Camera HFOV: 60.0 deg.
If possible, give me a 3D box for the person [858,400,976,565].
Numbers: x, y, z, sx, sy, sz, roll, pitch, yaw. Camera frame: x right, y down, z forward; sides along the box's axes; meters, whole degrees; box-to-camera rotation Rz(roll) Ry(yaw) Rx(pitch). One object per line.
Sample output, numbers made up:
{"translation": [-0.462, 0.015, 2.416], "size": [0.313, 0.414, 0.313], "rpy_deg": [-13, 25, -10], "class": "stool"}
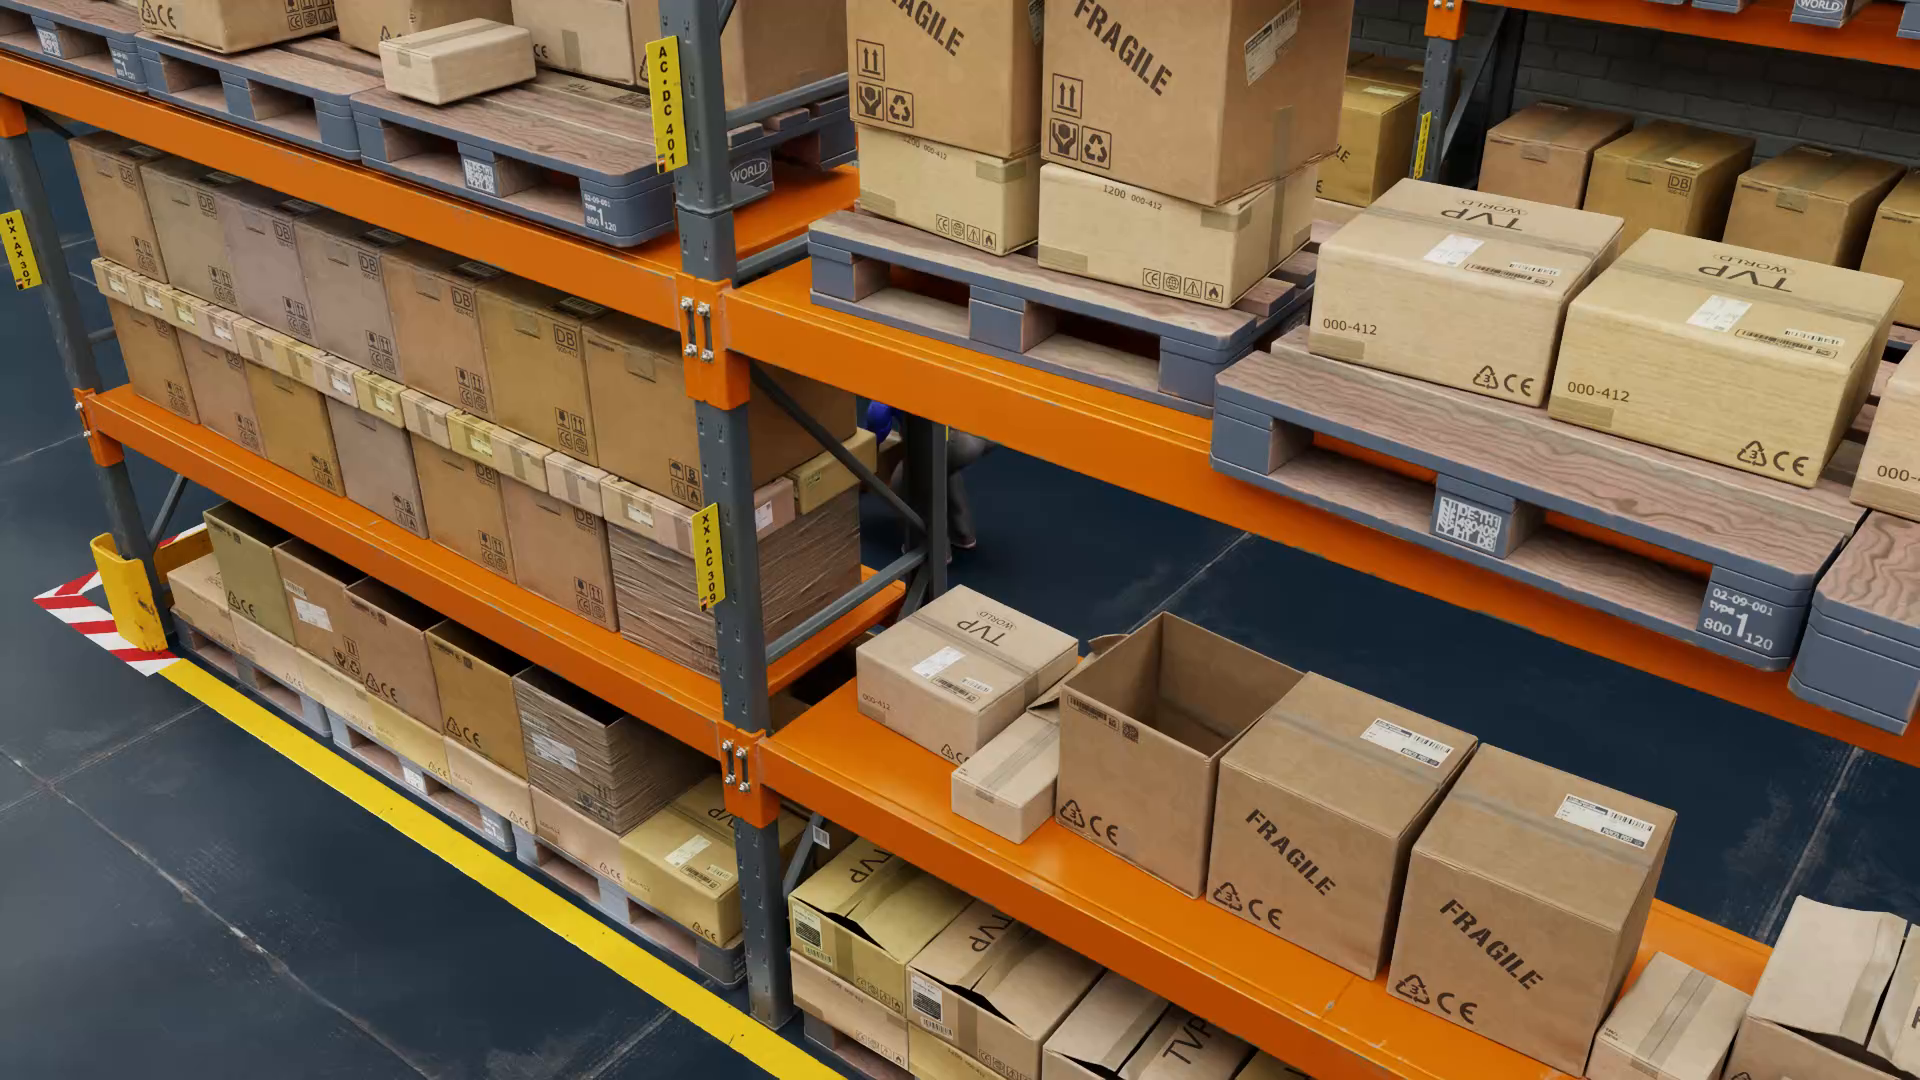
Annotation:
{"translation": [-0.263, -0.436, 8.469], "size": [0.726, 1.035, 0.406], "rpy_deg": [19, 36, 29], "class": "person"}
